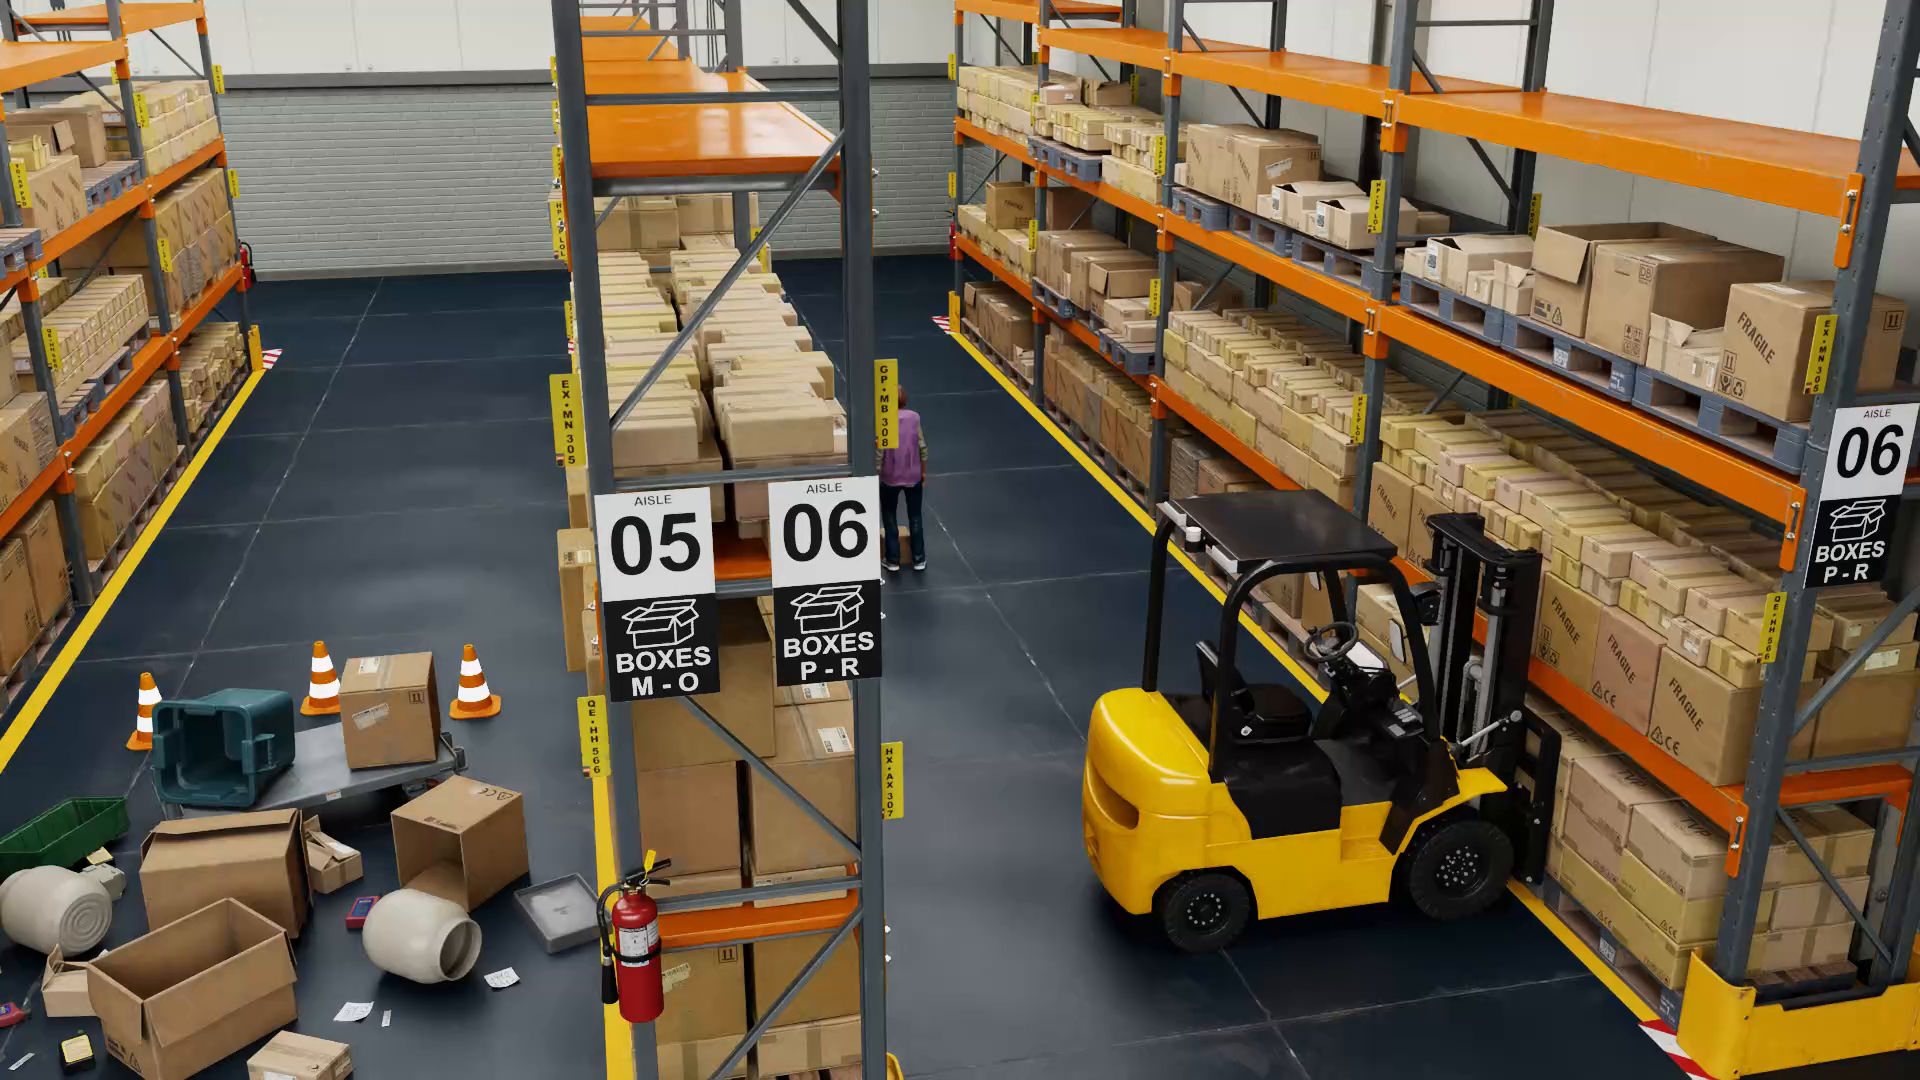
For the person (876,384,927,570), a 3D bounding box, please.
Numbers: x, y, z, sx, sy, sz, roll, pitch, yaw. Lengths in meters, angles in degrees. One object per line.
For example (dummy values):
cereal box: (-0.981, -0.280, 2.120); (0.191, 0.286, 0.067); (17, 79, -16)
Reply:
person: (-0.496, -0.511, 13.749); (0.469, 1.592, 0.377); (-5, 21, -15)
